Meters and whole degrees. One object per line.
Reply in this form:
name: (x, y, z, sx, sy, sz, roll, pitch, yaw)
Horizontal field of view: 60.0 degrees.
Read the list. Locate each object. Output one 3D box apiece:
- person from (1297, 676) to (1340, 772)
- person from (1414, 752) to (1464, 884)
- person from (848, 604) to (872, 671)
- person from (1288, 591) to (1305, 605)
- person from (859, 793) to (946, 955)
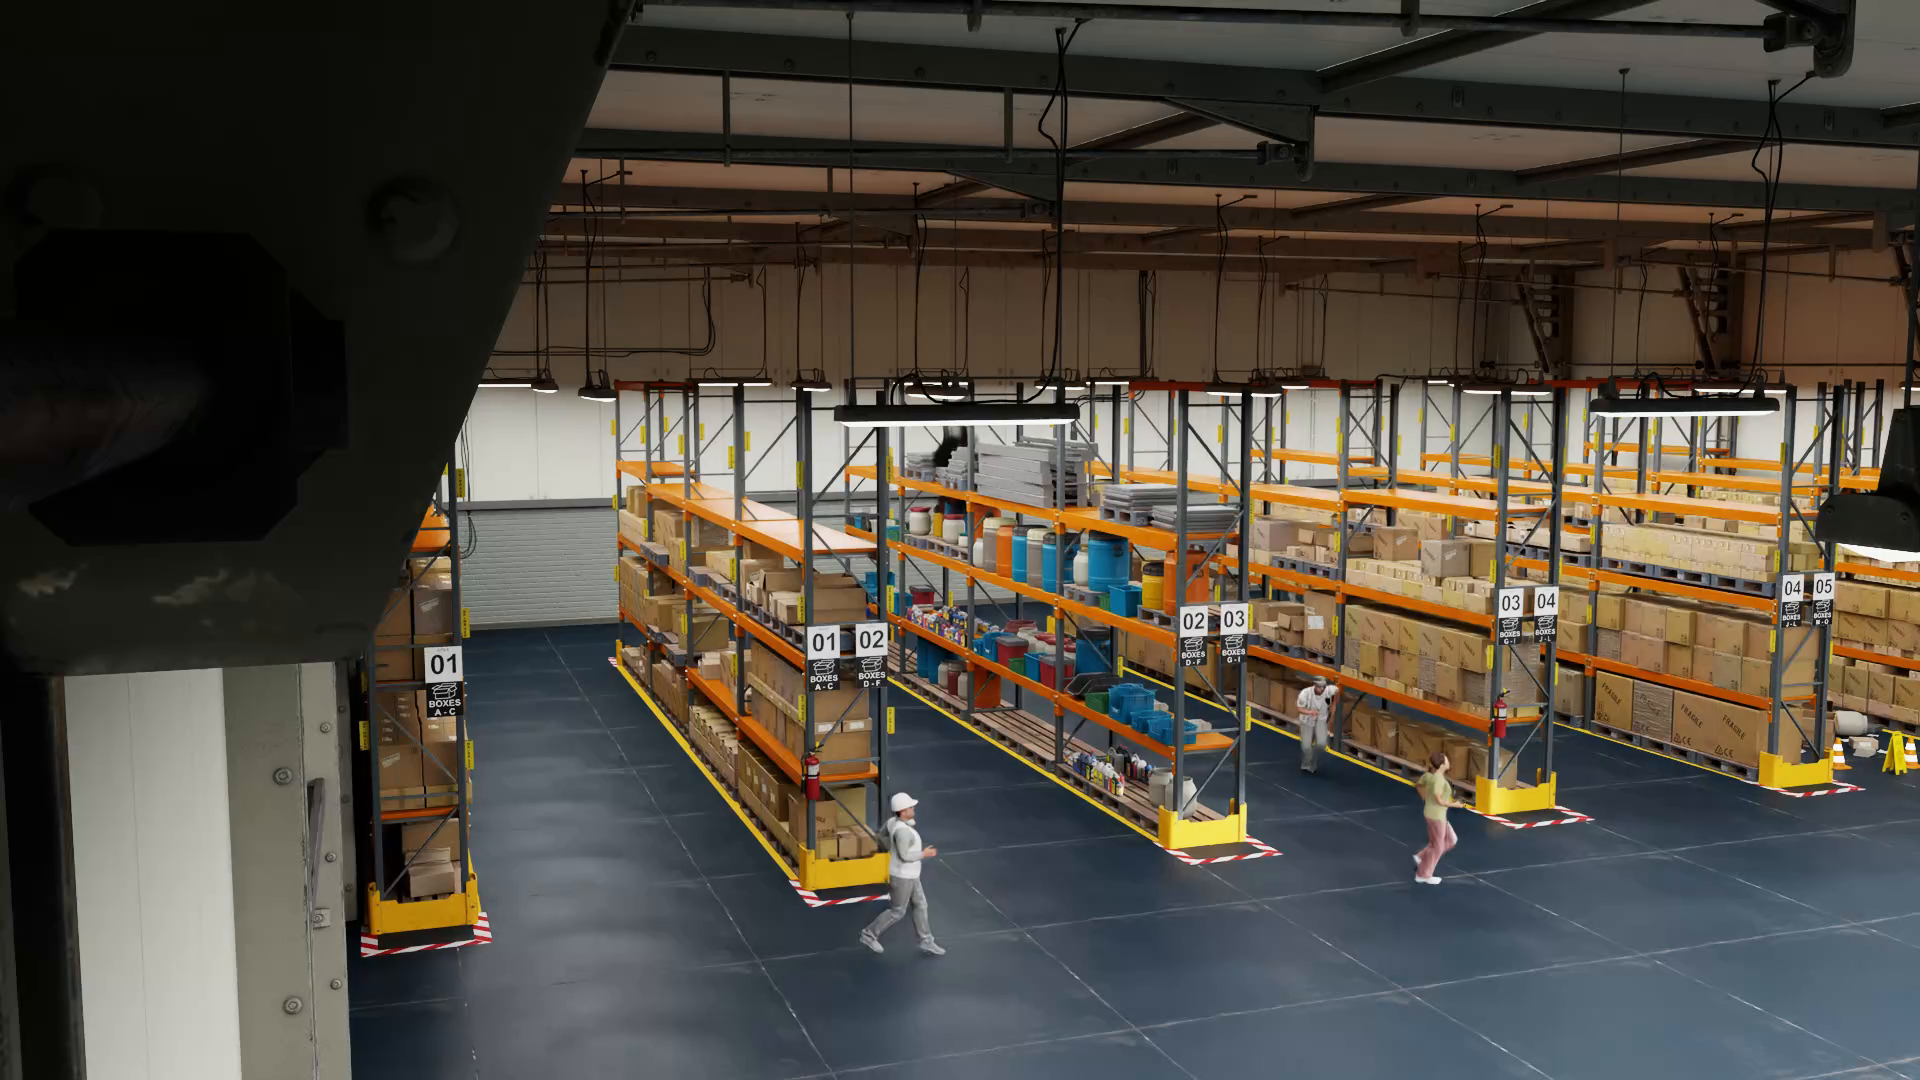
person: (5.508, 2.832, 25.617, 0.705, 1.595, 0.938, 0, 6, -2)
person: (5.830, 3.380, 20.218, 0.539, 1.638, 0.562, 1, 6, 5)
person: (-1.971, 1.828, 32.396, 0.561, 1.646, 0.569, -2, 6, -20)
person: (8.741, 0.980, 42.870, 0.750, 1.706, 0.532, -5, 8, -40)
person: (-0.614, 3.572, 17.689, 0.928, 1.802, 0.654, 0, 6, -2)
